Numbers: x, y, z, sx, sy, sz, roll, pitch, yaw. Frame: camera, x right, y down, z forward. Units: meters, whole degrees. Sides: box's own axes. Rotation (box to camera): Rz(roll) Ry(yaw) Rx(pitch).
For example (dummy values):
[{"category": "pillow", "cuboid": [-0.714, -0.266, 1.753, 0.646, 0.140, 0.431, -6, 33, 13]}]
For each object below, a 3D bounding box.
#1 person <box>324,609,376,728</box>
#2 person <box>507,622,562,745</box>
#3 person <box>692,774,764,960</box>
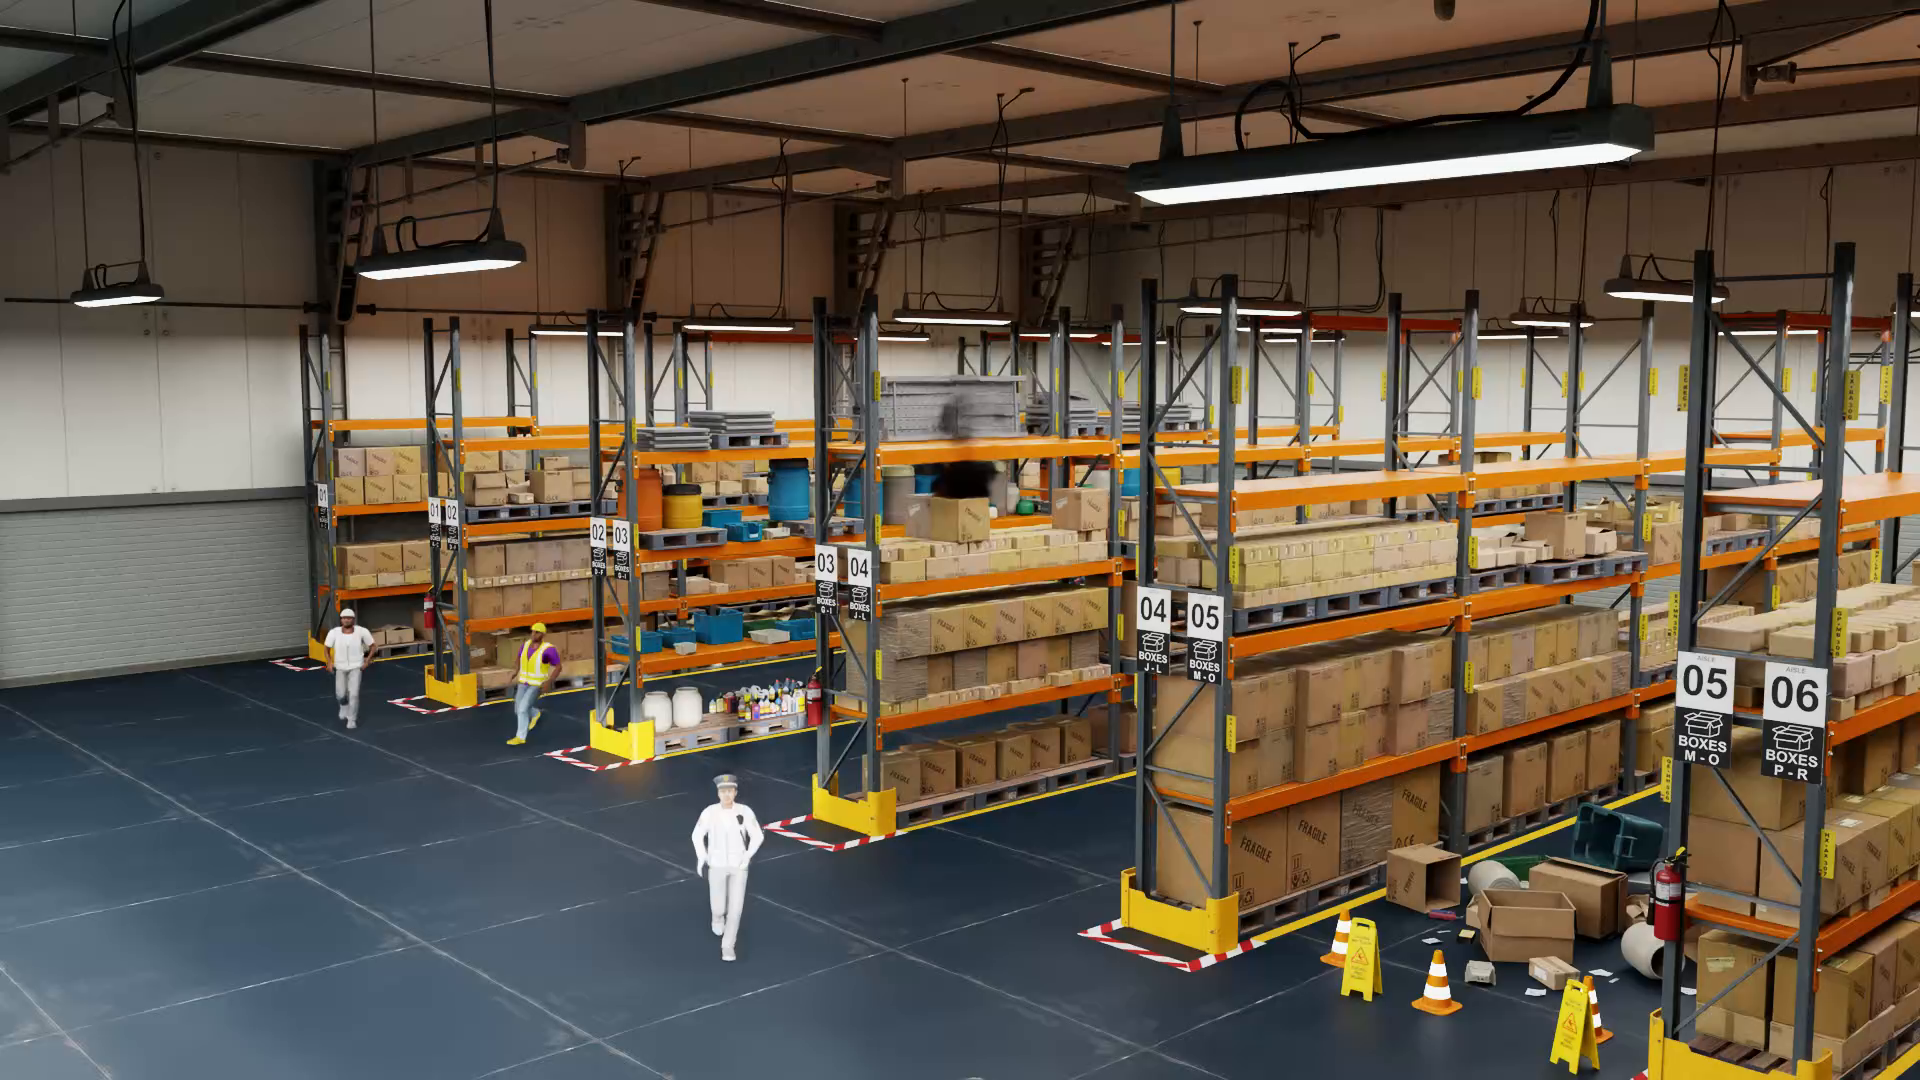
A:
[{"category": "person", "cuboid": [-8.908, 1.856, 24.319, 0.720, 1.739, 0.577, -2, 6, -16]}, {"category": "person", "cuboid": [-5.913, 1.989, 23.144, 0.749, 1.691, 0.688, 2, 6, 23]}, {"category": "person", "cuboid": [-2.048, 2.870, 14.712, 0.631, 1.646, 0.544, -1, 6, -8]}]
